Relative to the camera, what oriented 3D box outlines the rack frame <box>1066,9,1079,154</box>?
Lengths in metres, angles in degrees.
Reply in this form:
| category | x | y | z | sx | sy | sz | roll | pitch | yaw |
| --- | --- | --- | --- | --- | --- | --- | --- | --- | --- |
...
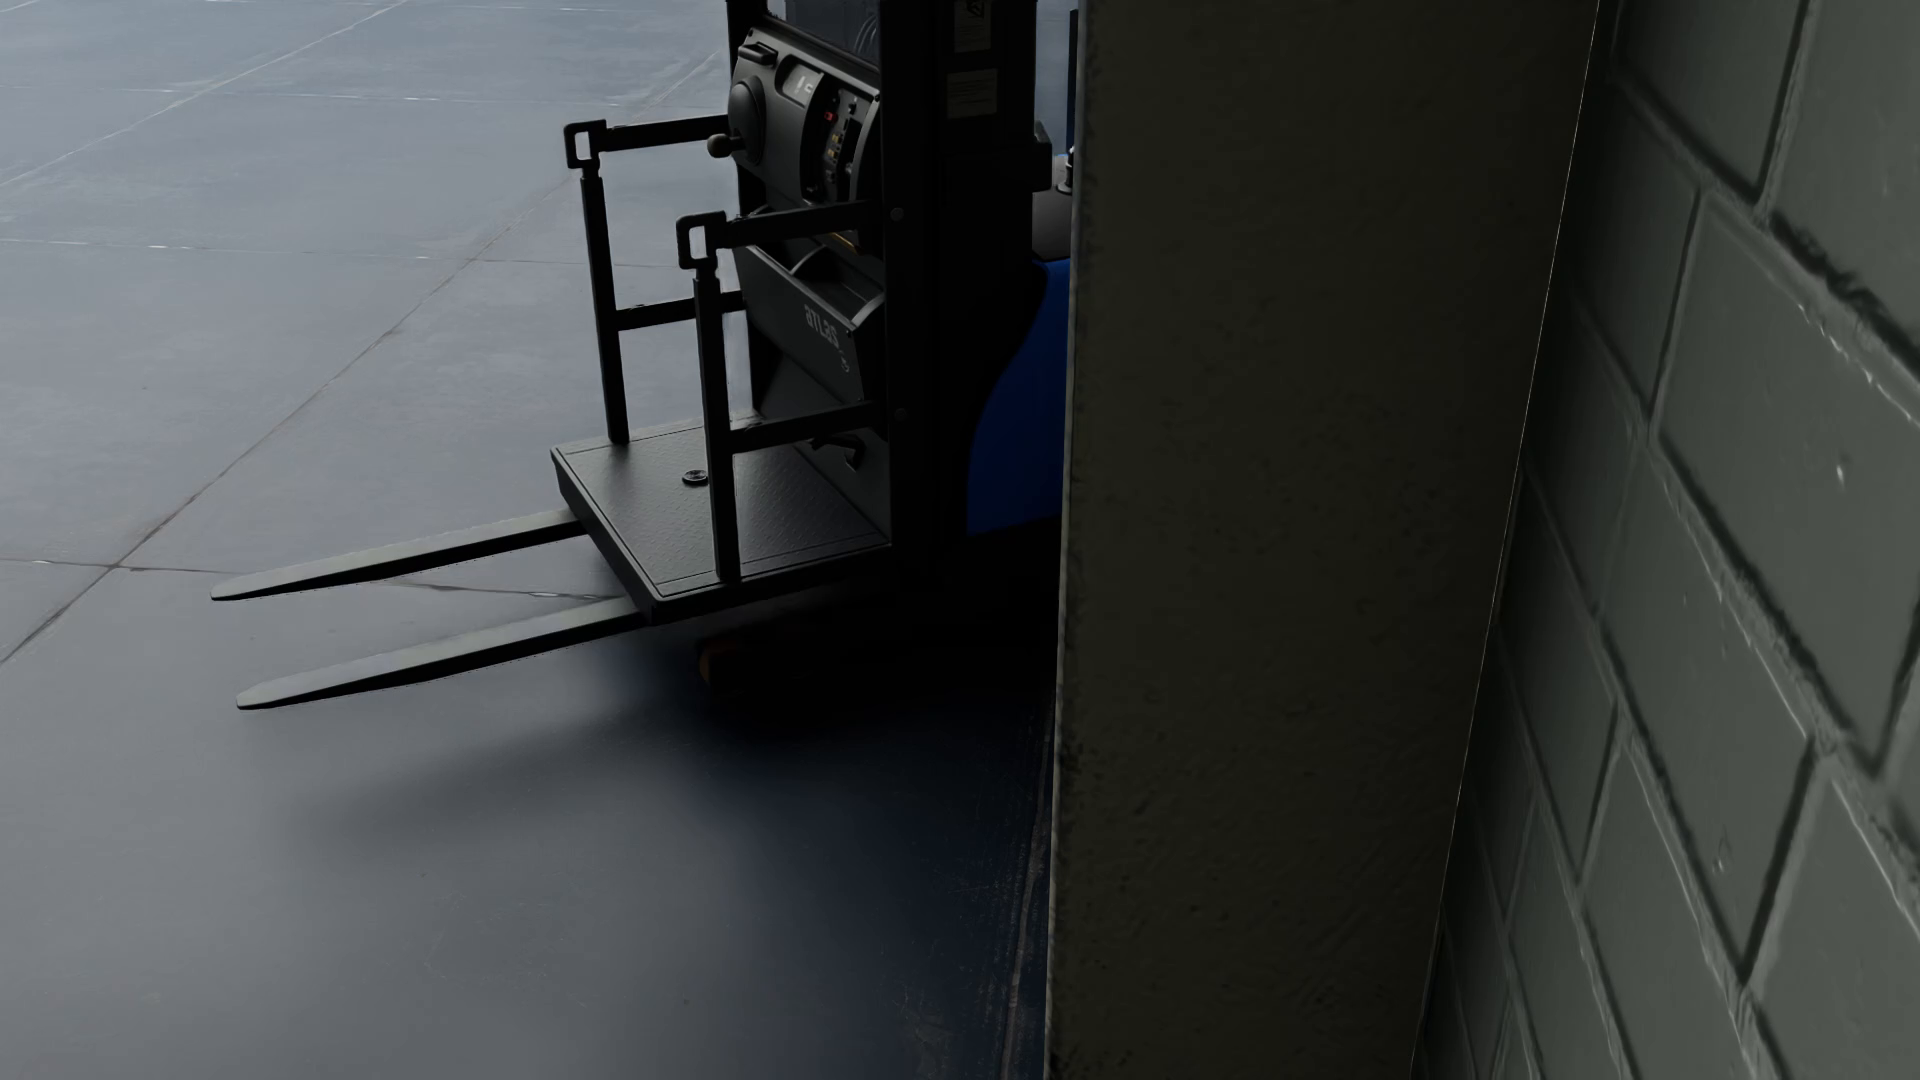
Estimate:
| category | x | y | z | sx | sy | sz | roll | pitch | yaw |
| --- | --- | --- | --- | --- | --- | --- | --- | --- | --- |
| rack frame | 0.614 | -1.085 | 5.847 | 0.500 | 1.500 | 0.032 | 3 | 28 | 6 |

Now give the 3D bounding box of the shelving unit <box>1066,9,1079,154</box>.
| category | x | y | z | sx | sy | sz | roll | pitch | yaw |
| --- | --- | --- | --- | --- | --- | --- | --- | --- | --- |
| shelving unit | 0.673 | -1.329 | 6.299 | 0.587 | 1.500 | 1.083 | 3 | 28 | 6 |

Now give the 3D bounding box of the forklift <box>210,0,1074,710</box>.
| category | x | y | z | sx | sy | sz | roll | pitch | yaw |
| --- | --- | --- | --- | --- | --- | --- | --- | --- | --- |
| forklift | -0.615 | -1.143 | 4.445 | 3.031 | 2.935 | 1.130 | -14 | 31 | -24 |
